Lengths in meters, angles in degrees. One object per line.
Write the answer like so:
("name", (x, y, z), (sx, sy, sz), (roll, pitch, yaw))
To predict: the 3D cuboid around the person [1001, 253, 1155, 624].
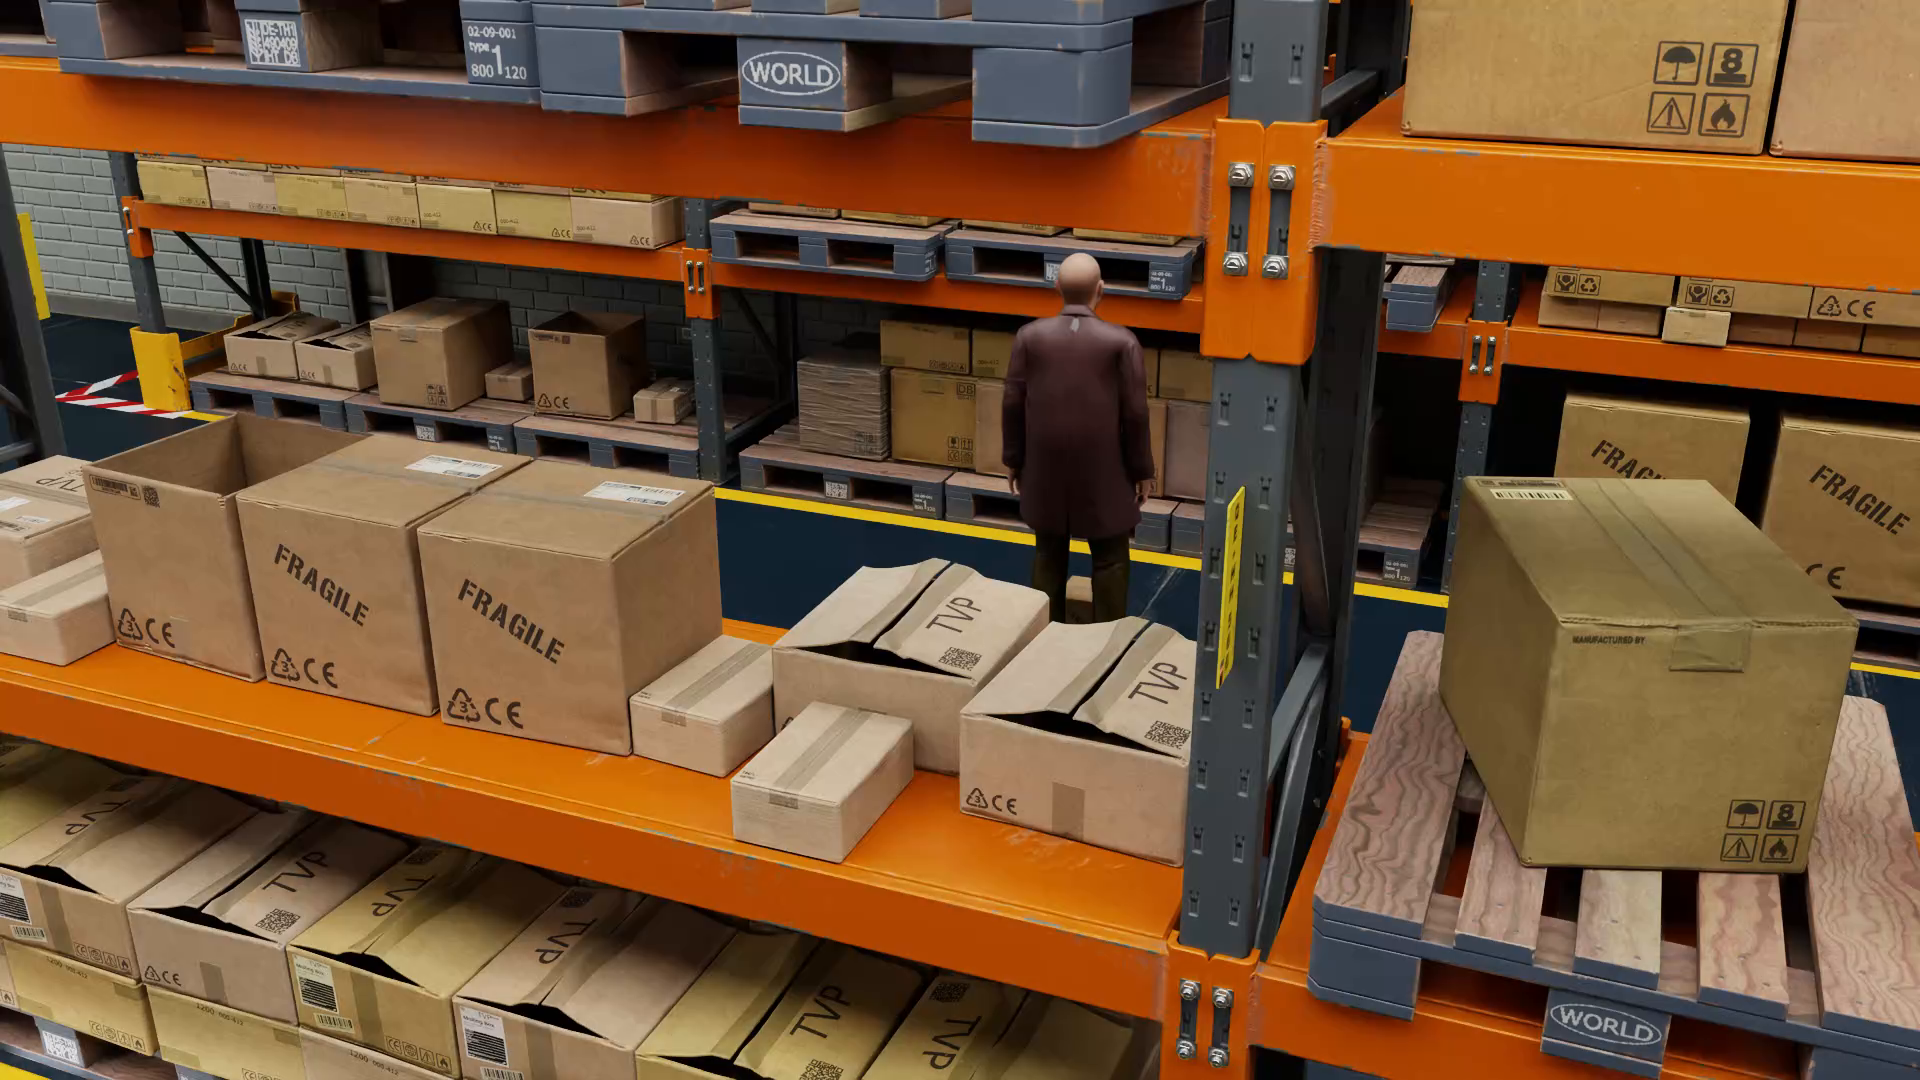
("person", (0.482, -0.286, 6.819), (0.643, 1.772, 0.429), (7, 23, 18))
